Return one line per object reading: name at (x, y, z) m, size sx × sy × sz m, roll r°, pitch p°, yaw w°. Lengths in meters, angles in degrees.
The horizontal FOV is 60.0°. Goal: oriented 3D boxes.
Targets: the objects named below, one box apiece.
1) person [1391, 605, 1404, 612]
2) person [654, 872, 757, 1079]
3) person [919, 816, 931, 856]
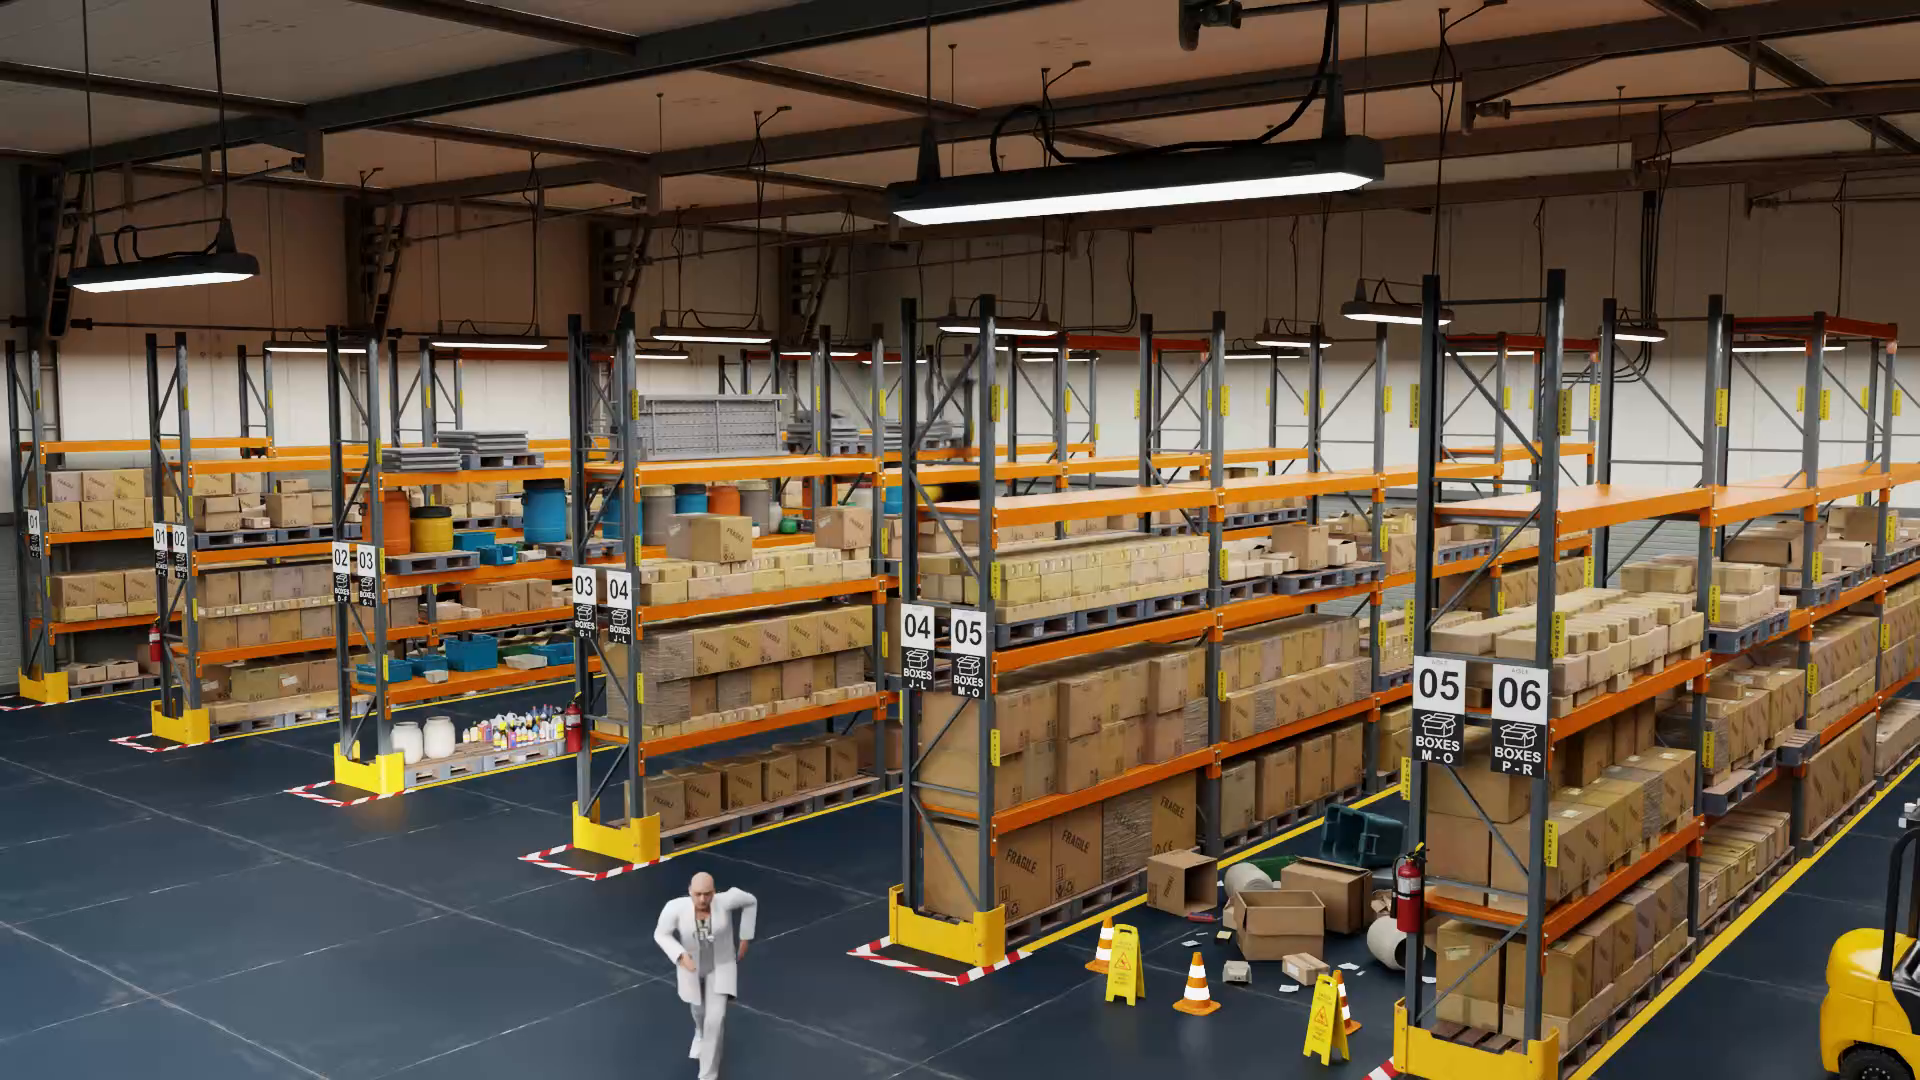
person at (7.158, 1.888, 27.002) m, size 0.819 × 1.657 × 0.625 m, roll -5°, pitch 7°, yaw -42°
person at (-1.889, 3.231, 12.403) m, size 0.754 × 1.745 × 1.015 m, roll -1°, pitch 5°, yaw -9°
person at (-0.194, 2.722, 18.018) m, size 0.759 × 1.688 × 0.604 m, roll 4°, pitch 6°, yaw 37°
